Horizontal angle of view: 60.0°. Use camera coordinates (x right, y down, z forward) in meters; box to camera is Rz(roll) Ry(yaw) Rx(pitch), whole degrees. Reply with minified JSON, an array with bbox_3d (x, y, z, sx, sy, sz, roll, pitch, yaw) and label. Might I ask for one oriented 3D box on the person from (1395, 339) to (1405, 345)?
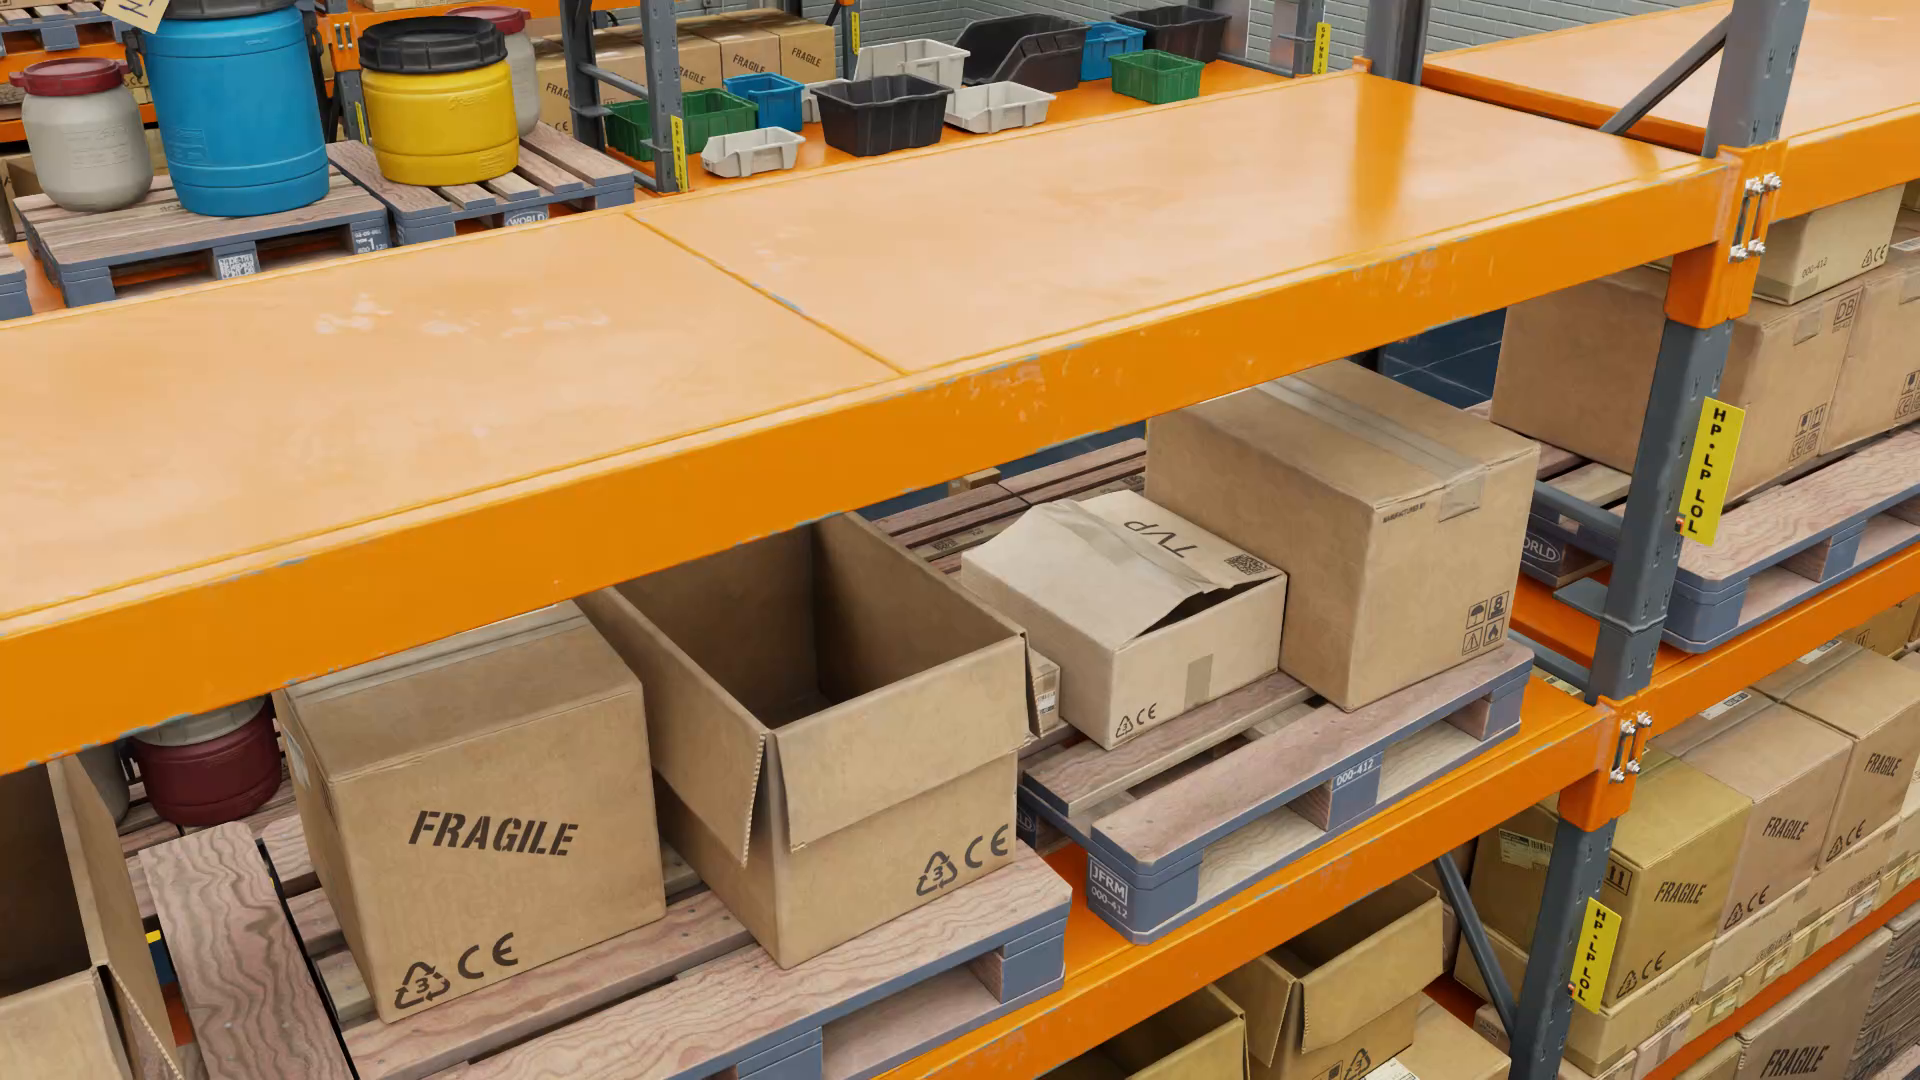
[{"bbox_3d":[2.679,-1.549,11.551,0.565,1.673,1.035,-20,34,-32],"label":"person"}]
